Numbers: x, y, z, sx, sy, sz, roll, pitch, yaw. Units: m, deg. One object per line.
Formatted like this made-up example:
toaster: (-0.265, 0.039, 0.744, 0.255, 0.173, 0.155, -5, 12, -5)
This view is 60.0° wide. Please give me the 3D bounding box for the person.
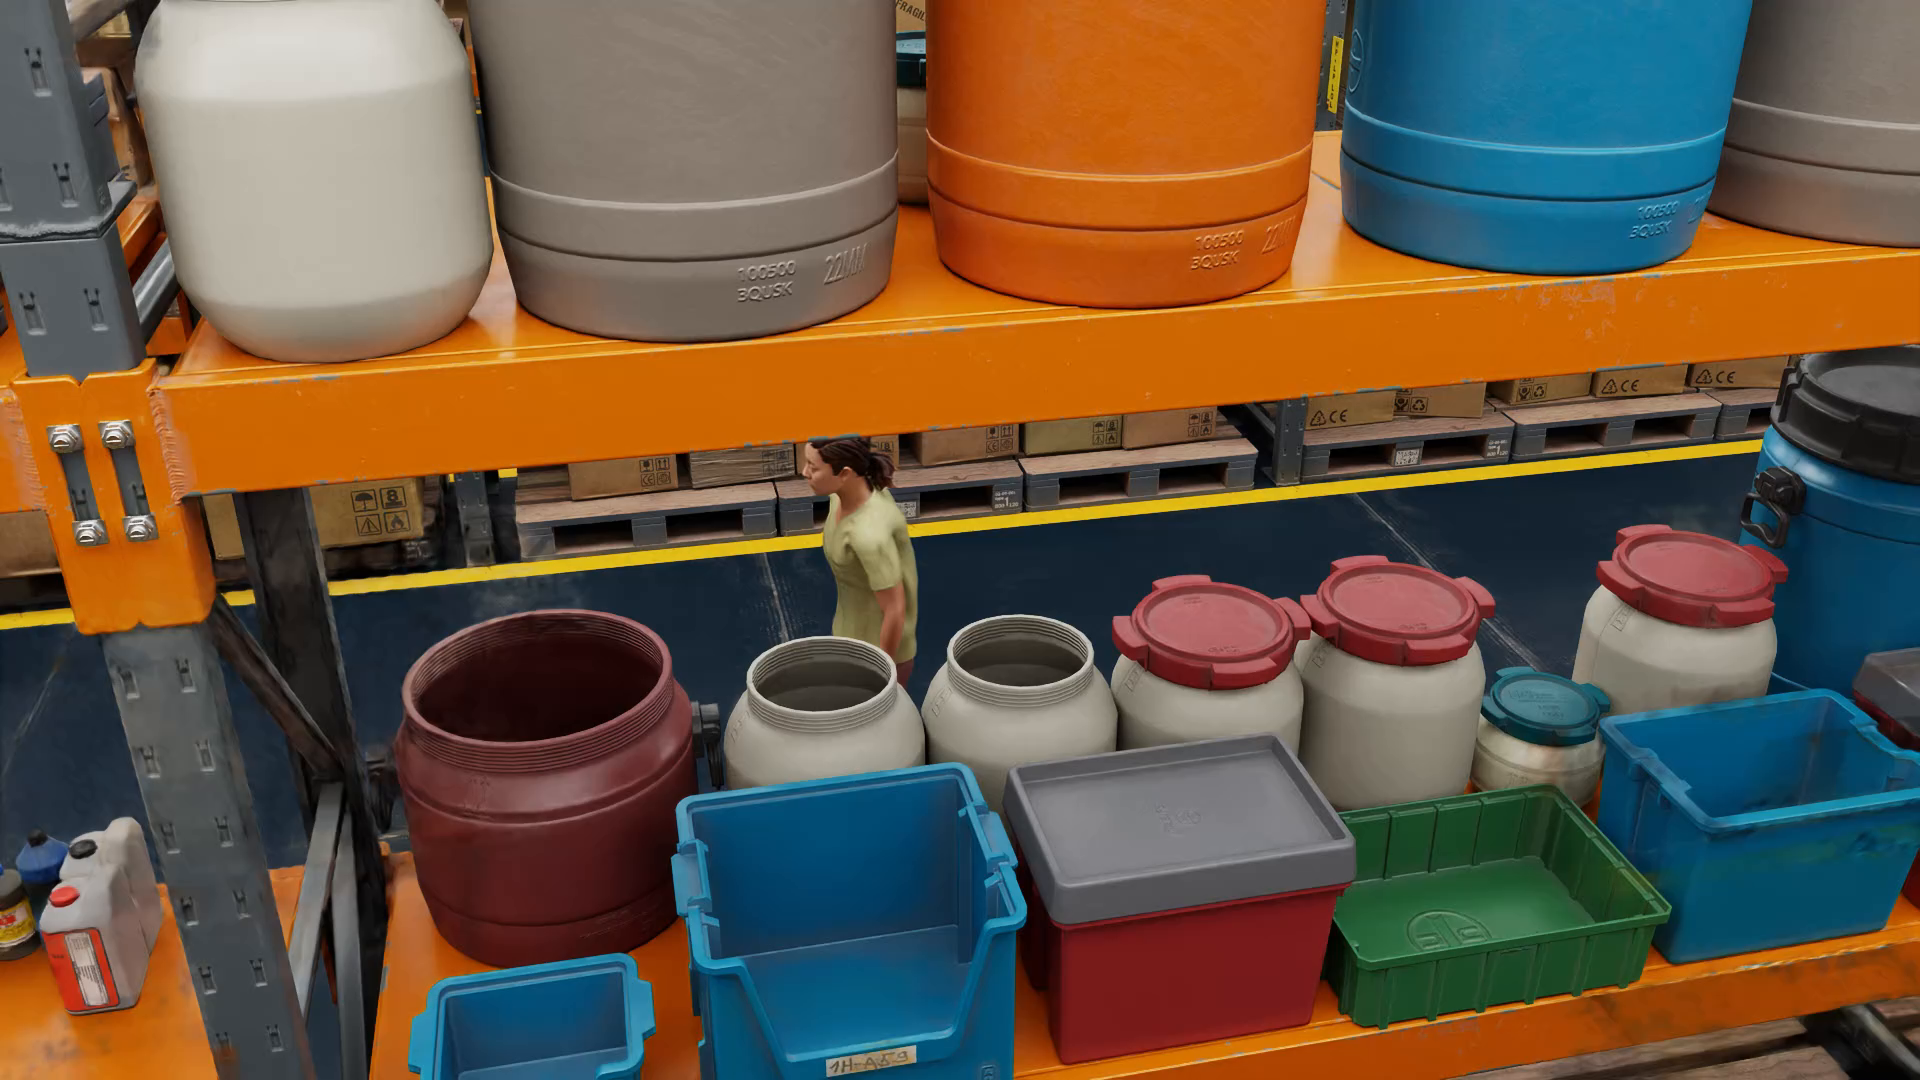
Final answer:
person: (-0.321, 0.353, 5.419, 0.356, 1.673, 0.499, -6, 27, -11)
